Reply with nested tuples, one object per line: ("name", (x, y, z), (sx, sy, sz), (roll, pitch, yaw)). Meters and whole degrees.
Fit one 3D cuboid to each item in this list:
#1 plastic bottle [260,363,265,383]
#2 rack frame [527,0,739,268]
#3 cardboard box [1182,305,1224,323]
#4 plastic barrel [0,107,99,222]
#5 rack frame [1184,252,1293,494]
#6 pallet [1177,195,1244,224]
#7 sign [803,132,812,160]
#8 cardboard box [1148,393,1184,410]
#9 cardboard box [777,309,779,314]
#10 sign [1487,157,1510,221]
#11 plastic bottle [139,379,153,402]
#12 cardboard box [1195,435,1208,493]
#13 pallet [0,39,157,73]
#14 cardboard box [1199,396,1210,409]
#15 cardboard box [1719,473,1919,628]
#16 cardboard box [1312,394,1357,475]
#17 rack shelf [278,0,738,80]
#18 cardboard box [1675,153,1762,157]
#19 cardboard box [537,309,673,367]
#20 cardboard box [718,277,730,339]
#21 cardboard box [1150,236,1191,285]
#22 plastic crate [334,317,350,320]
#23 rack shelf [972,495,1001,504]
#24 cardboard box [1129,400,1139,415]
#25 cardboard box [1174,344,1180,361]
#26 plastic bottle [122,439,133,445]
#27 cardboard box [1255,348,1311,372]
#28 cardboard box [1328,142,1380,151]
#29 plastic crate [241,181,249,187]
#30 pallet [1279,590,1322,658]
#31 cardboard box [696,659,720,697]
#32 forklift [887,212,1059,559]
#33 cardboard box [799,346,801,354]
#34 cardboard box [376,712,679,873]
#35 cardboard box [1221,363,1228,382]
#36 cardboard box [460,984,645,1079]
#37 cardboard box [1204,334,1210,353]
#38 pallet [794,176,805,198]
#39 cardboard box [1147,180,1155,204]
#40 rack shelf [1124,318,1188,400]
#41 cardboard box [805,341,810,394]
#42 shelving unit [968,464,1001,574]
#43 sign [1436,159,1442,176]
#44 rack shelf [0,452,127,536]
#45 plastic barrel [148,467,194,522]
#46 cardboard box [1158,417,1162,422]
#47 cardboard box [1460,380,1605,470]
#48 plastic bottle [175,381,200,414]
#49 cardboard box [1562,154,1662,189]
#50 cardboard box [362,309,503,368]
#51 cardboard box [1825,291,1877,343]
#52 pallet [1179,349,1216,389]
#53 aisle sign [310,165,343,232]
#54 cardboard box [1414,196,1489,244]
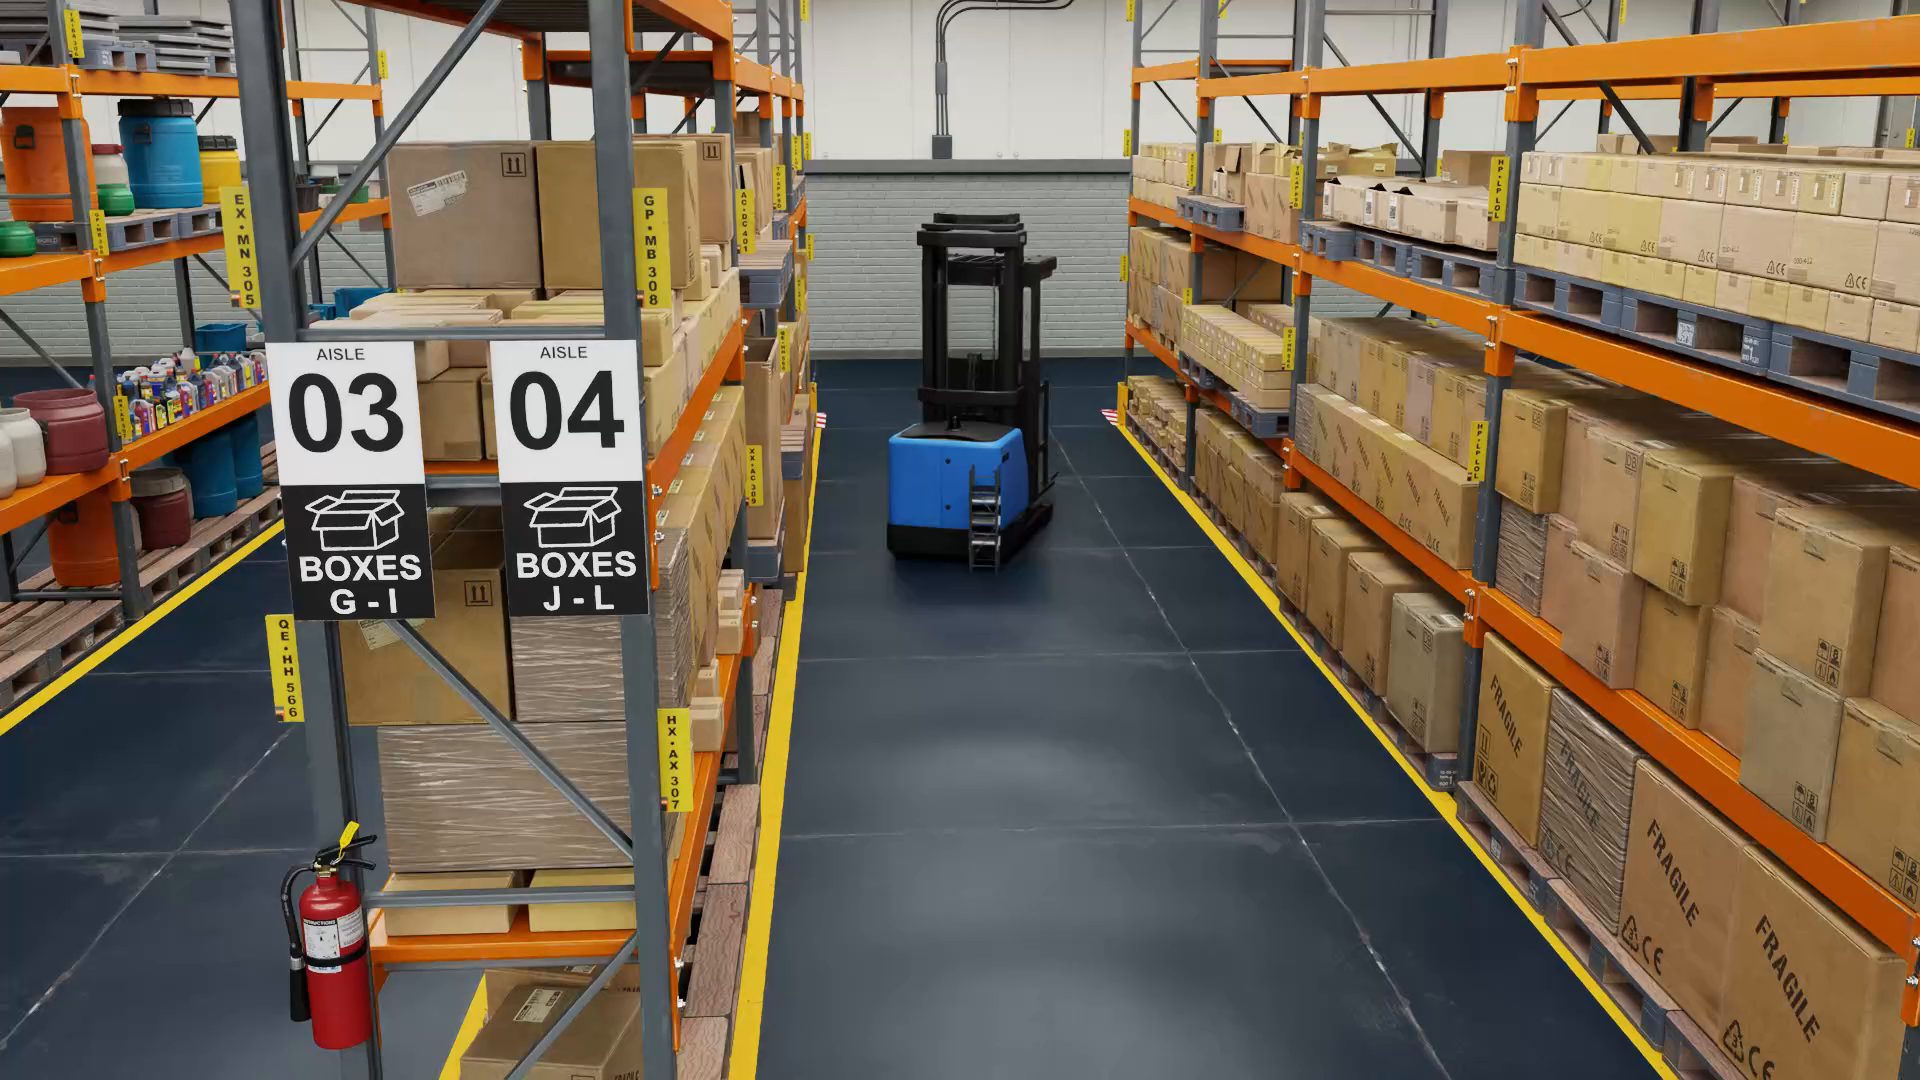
("plastic bottle", (-6.696, -1.607, 15.874), (0.097, 0.201, 0.097), (0, 14, 0))
("rack frame", (-1.639, -2.817, 8.138), (1.000, 3.000, 0.127), (-1, 14, -3))
("cardboard box", (2.388, -2.217, 16.315), (0.380, 0.149, 0.250), (0, 14, -1))
("plastic barrel", (-6.862, -2.835, 12.524), (0.600, 0.830, 0.708), (-1, 14, -3))
("rack frame", (2.822, -1.952, 16.819), (1.000, 3.000, 0.127), (-1, 14, -3))
("pallet", (2.754, -3.159, 15.865), (1.213, 0.211, 1.003), (-1, 14, -3))
("sign", (-1.840, -4.744, 20.030), (0.100, 0.325, 0.005), (-1, 14, -3))
("cardboard box", (2.369, -1.596, 19.116), (0.380, 0.149, 0.250), (-1, 14, -3))
("cardboard box", (-2.001, -1.951, 14.600), (0.797, 0.503, 0.637), (0, 14, -2))
("sign", (2.777, -1.807, 8.566), (0.100, 0.325, 0.005), (-1, 14, -3))
("plastic bottle", (-7.234, -1.326, 14.782), (0.097, 0.201, 0.097), (0, 14, 0))
("cardboard box", (2.603, -0.757, 16.348), (0.500, 0.500, 0.500), (0, 14, -1))
("pallet", (-6.844, -3.630, 12.480), (1.213, 0.211, 1.003), (-1, 14, -3))
("cardboard box", (2.936, -1.541, 18.905), (0.380, 0.149, 0.250), (-1, 14, -3))
("cardboard box", (3.556, 0.067, 6.503), (0.875, 0.550, 0.550), (-1, 14, -3))
("cardboard box", (2.863, -0.764, 11.998), (0.500, 0.500, 0.500), (-1, 14, -4))
("rack shelf", (-1.515, -1.969, 6.295), (1.077, 0.370, 4.000), (-1, 14, -3))
("cardboard box", (3.674, -1.783, 8.000), (0.380, 0.149, 0.250), (-1, 14, -4))
("cardboard box", (-1.097, -0.628, 5.151), (0.380, 0.149, 0.250), (-1, 14, -2))
("cardboard box", (-1.328, -1.052, 7.600), (0.500, 0.250, 0.500), (-1, 14, -2))
("cardboard box", (2.420, -3.126, 18.577), (0.500, 0.500, 0.500), (-1, 14, -5))
("plastic crate", (-7.094, -2.521, 19.436), (0.396, 0.136, 0.243), (-1, 14, -3))
("rack shelf", (0.210, -0.320, 14.100), (0.258, 0.077, 0.200), (2, 15, 7))
("cardboard box", (2.287, -1.635, 20.462), (0.380, 0.149, 0.250), (-1, 14, -2))
("cardboard box", (2.446, -1.961, 17.354), (0.380, 0.149, 0.250), (-1, 14, -5))
("plastic bottle", (-6.534, -0.882, 12.908), (0.152, 0.276, 0.135), (-1, 14, -3))
("cardboard box", (2.582, -1.442, 13.303), (0.380, 0.149, 0.250), (-1, 15, -6))
("cardboard box", (3.233, -3.125, 13.621), (0.396, 0.266, 0.258), (-1, 14, -3))
("plastic crate", (-7.496, -3.659, 17.668), (0.437, 0.282, 0.530), (-1, 14, -3))
("pallet", (3.044, 0.590, 12.533), (1.003, 0.211, 1.213), (-1, 14, -3))
("cardboard box", (-1.254, 0.632, 7.276), (0.380, 0.149, 0.250), (-1, 14, -3))
("forklift", (0.267, -1.582, 15.516), (1.130, 2.935, 3.031), (4, 15, 16))
("cardboard box", (-1.837, -1.923, 17.210), (0.380, 0.149, 0.250), (-1, 14, -5))
("cardboard box", (-1.398, 0.754, 5.503), (0.875, 0.500, 0.500), (-1, 14, -3))
("cardboard box", (2.507, -1.474, 14.620), (0.380, 0.149, 0.250), (0, 14, -2))
("cardboard box", (-1.413, 1.935, 5.883), (0.500, 0.500, 0.500), (2, 15, 7))
("cardboard box", (2.458, -1.813, 15.340), (0.380, 0.149, 0.250), (0, 14, -1))
("pallet", (-2.326, -4.121, 19.406), (1.003, 0.211, 1.213), (-1, 14, -3))
("cardboard box", (2.420, -3.953, 18.874), (0.500, 0.250, 0.500), (-1, 14, -5))
("rack shelf", (2.698, -2.101, 18.841), (1.077, 0.370, 4.000), (-1, 14, -3))
("cardboard box", (-2.263, -1.912, 20.084), (0.875, 0.875, 0.875), (-1, 14, -3))
("shelving unit", (0.210, -0.178, 14.137), (0.258, 0.900, 0.210), (2, 15, 7))
("sign", (3.625, -2.706, 12.529), (0.100, 0.325, 0.005), (-1, 14, -3))
("rack shelf", (-6.706, 0.016, 10.611), (1.077, 0.370, 4.000), (-1, 14, -3))
("plastic barrel", (-7.071, -0.370, 14.817), (0.421, 0.512, 0.421), (0, 14, 0))
("cardboard box", (2.492, -1.454, 19.165), (0.380, 0.149, 0.250), (0, 14, -1))
("cardboard box", (3.281, -0.619, 9.428), (0.700, 0.500, 0.500), (-1, 14, -4))
("plastic bottle", (-6.620, -1.227, 14.249), (0.152, 0.276, 0.135), (-1, 14, -3))
("cardboard box", (3.034, -1.710, 7.716), (0.380, 0.149, 0.250), (-1, 14, -4))
("cardboard box", (-1.619, -0.621, 5.123), (0.380, 0.149, 0.250), (-1, 14, -5))
("cardboard box", (3.176, -0.755, 5.605), (0.380, 0.149, 0.250), (-1, 14, -3))
("pallet", (2.724, -1.667, 16.095), (1.003, 0.211, 1.213), (-1, 14, -3))
("aisle sign", (-7.627, -4.092, 19.916), (0.394, 0.787, 0.004), (-1, 14, -3))
("cardboard box", (3.022, -1.898, 9.846), (0.500, 0.250, 0.500), (-1, 14, -4))
